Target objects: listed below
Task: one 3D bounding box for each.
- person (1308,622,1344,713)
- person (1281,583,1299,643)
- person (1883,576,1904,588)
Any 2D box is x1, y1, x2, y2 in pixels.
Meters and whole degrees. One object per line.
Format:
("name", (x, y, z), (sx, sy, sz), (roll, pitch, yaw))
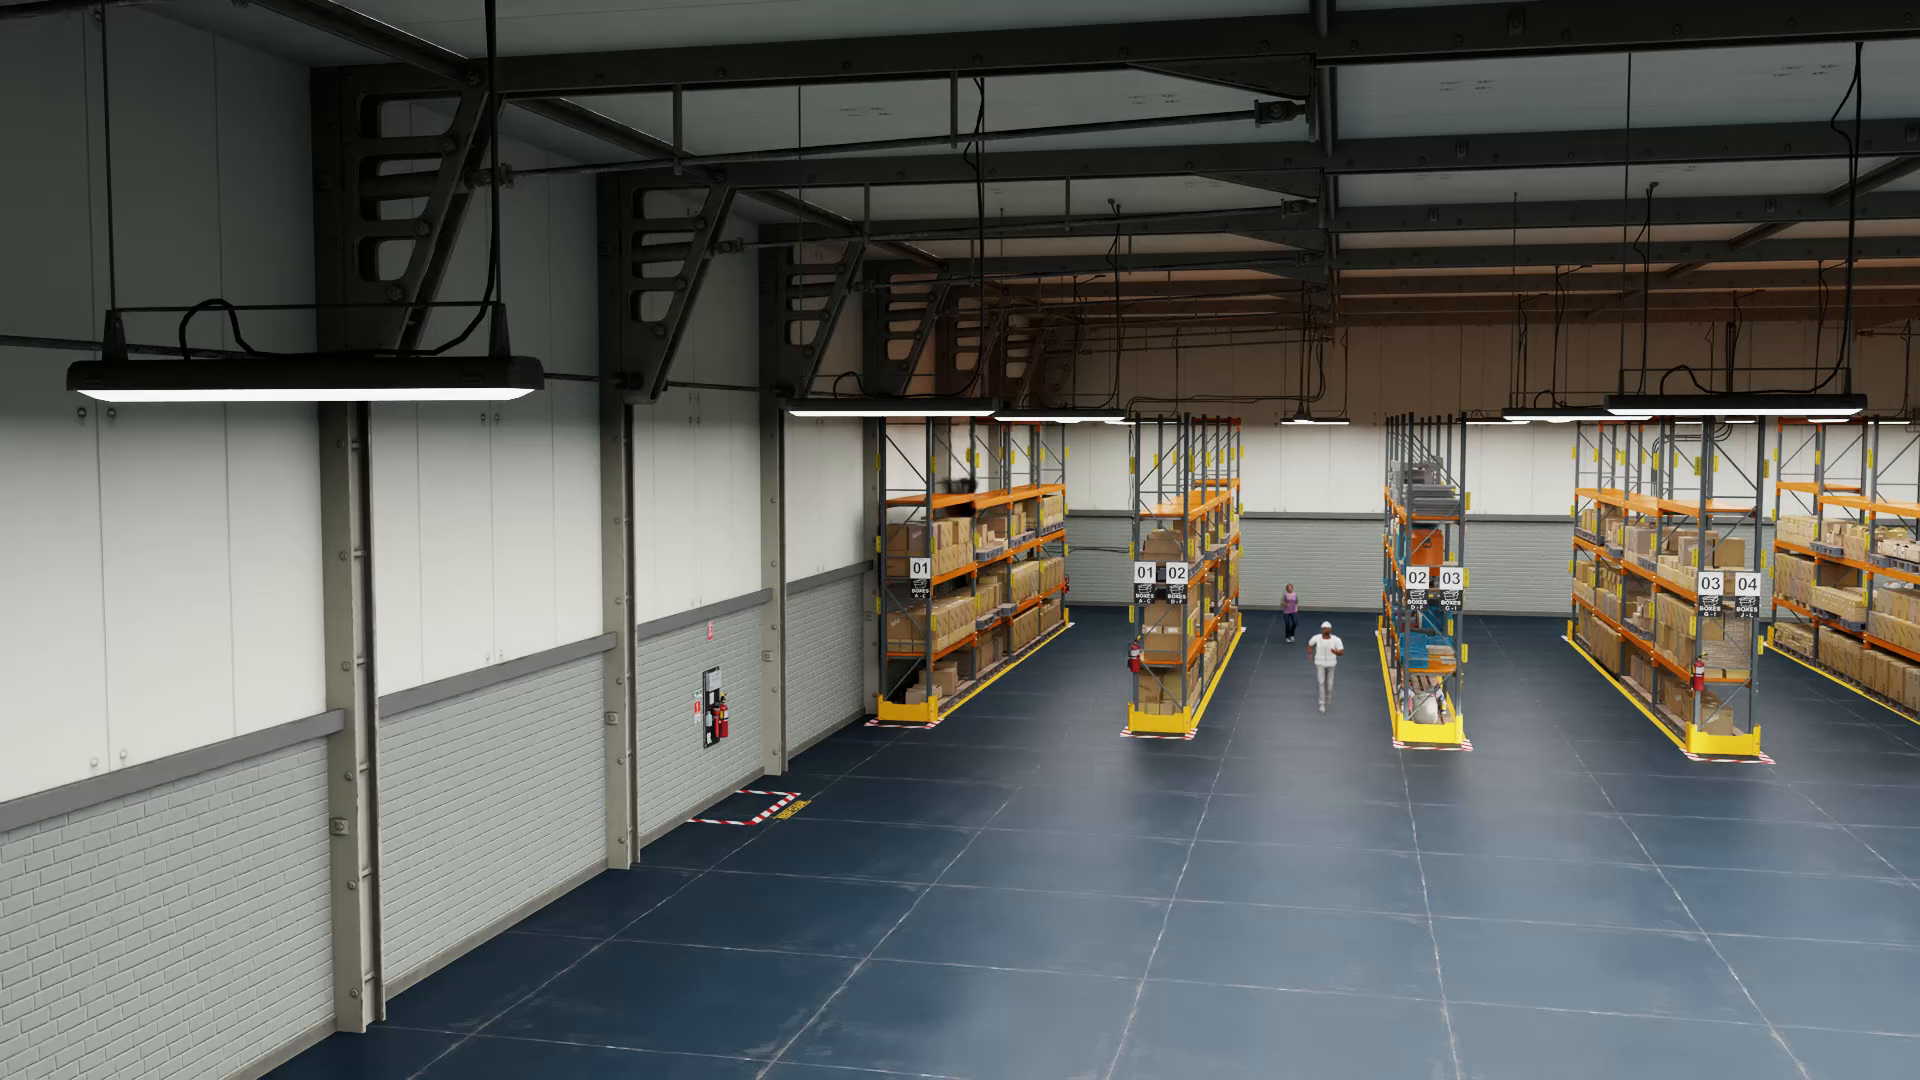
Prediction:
("person", (7.403, 2.537, 33.655), (0.693, 1.778, 0.946), (1, 4, 8))
("person", (8.764, 1.946, 44.083), (0.519, 1.576, 0.603), (0, 4, 0))
("person", (25.307, 1.771, 45.261), (1.006, 1.779, 0.653), (-1, 4, -9))
